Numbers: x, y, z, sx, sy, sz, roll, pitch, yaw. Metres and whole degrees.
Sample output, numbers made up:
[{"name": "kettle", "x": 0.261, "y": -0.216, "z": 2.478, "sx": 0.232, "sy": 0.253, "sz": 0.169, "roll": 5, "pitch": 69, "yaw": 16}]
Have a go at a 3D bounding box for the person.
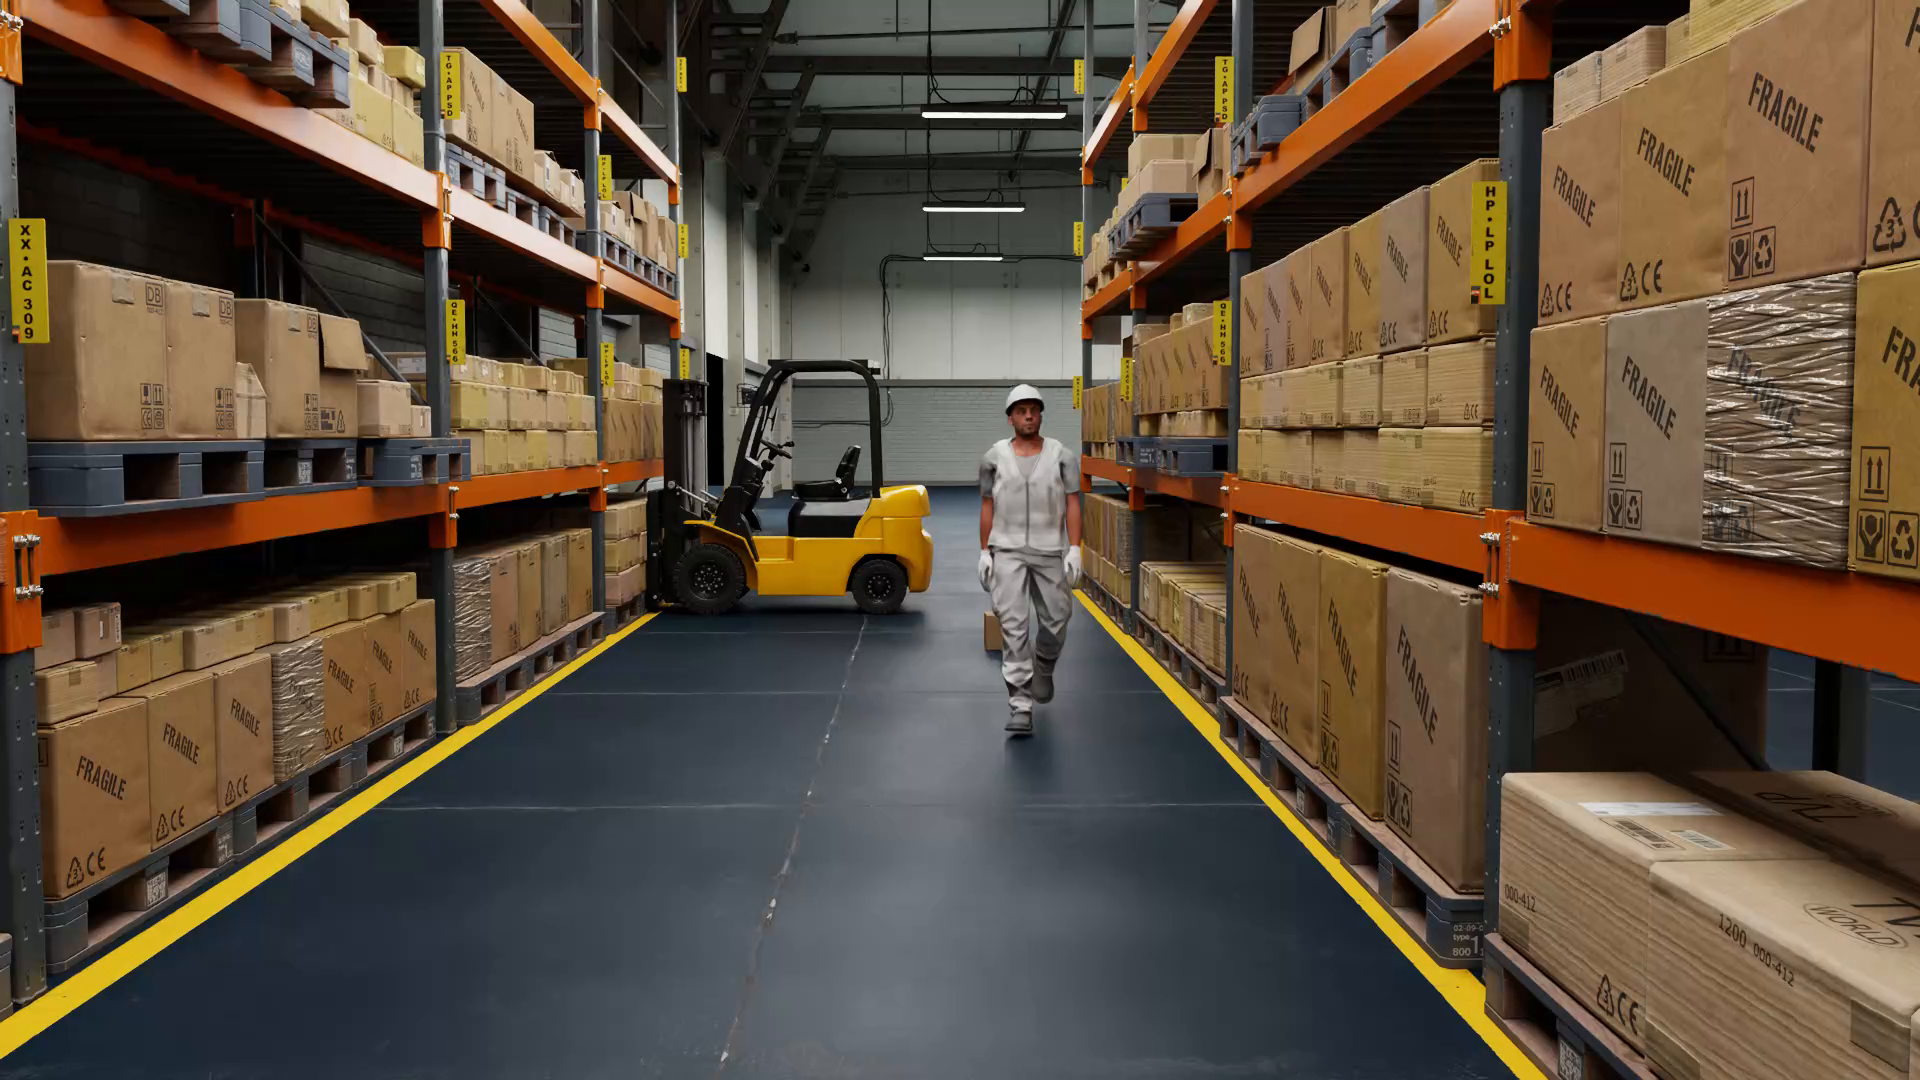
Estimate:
[{"name": "person", "x": 11.528, "y": -1.015, "z": 25.780, "sx": 21.767, "sy": 1.785, "sz": 35.515, "roll": 0, "pitch": 4, "yaw": 2}]
